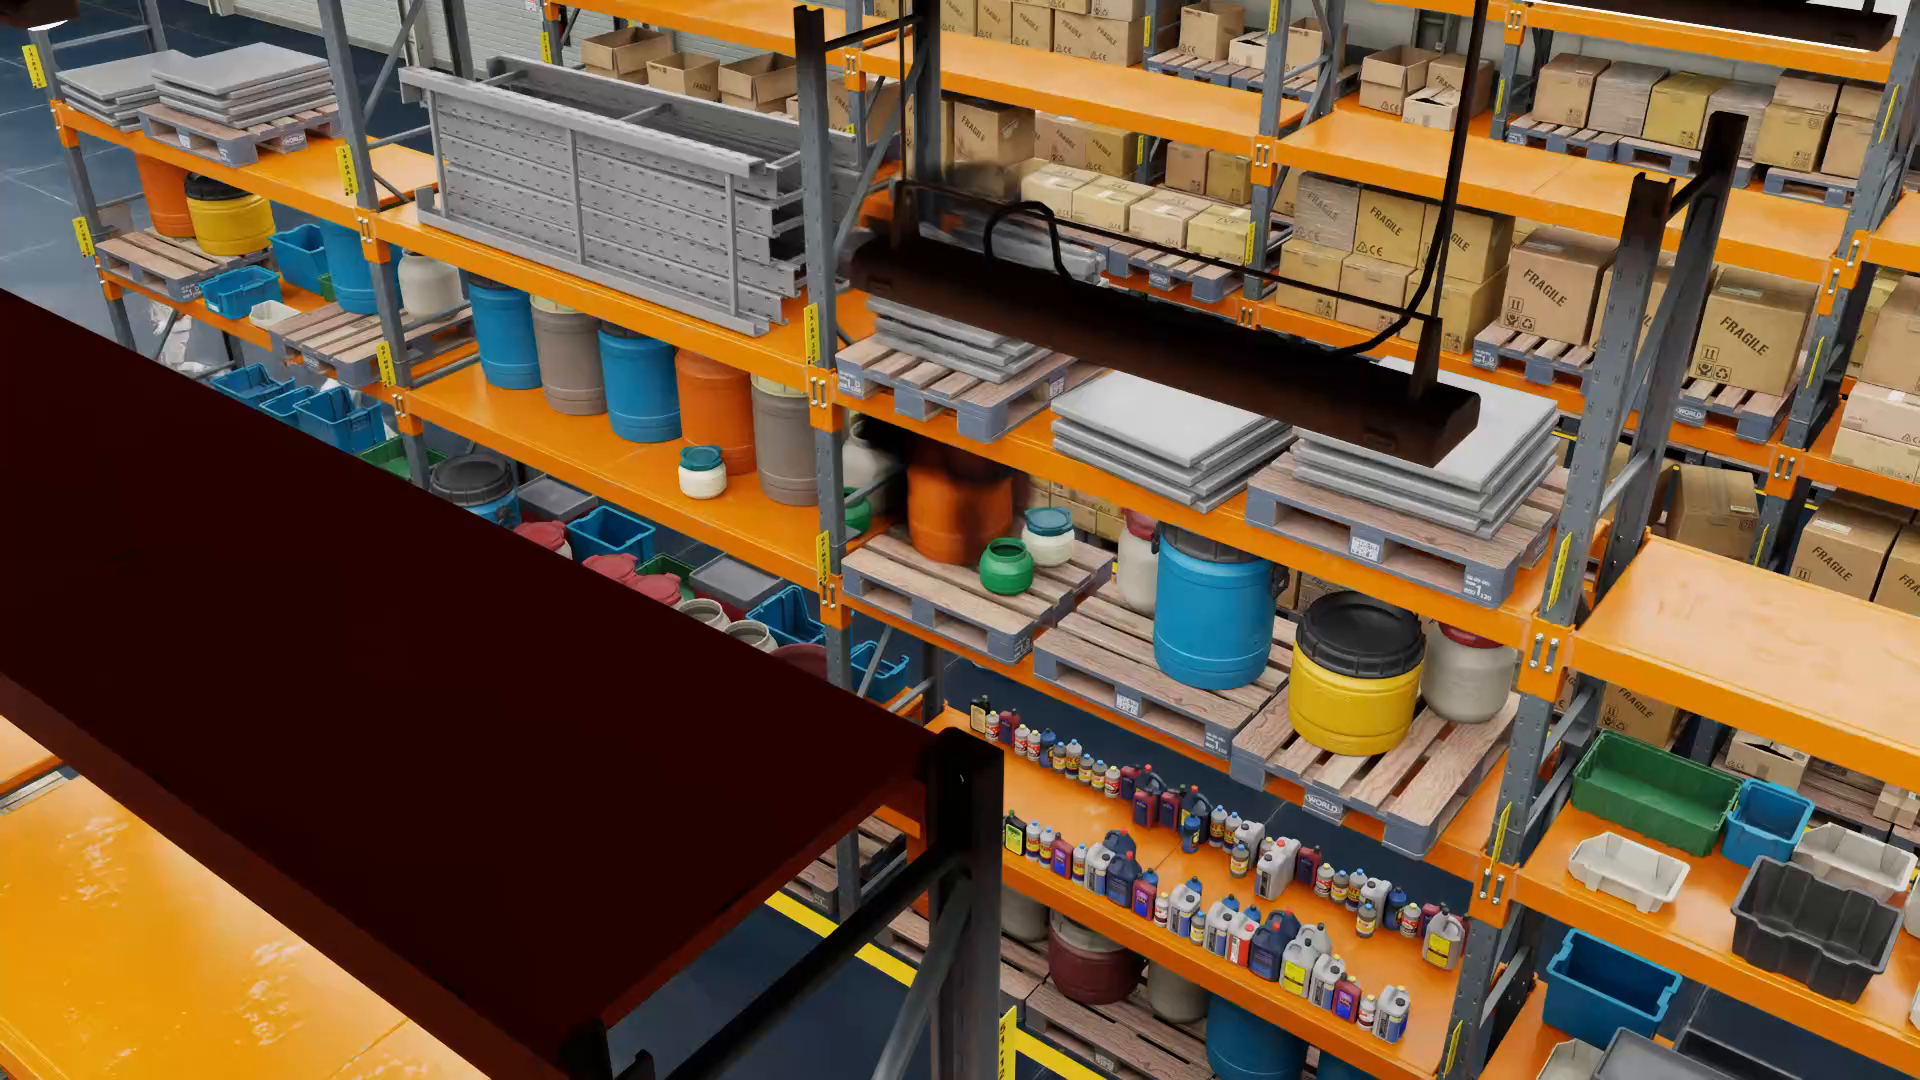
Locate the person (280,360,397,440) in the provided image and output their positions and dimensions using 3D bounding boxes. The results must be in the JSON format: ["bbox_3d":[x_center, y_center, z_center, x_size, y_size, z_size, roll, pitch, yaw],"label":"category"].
[{"bbox_3d":[-6.142,-1.601,16.362,0.962,1.580,0.644,-8,32,-13],"label":"person"}]

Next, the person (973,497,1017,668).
[{"bbox_3d":[0.452,0.343,13.158,0.727,1.649,0.614,8,32,13],"label":"person"}]

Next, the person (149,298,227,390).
[{"bbox_3d":[-8.098,-2.228,17.254,0.697,1.758,0.698,-15,34,-23],"label":"person"}]
